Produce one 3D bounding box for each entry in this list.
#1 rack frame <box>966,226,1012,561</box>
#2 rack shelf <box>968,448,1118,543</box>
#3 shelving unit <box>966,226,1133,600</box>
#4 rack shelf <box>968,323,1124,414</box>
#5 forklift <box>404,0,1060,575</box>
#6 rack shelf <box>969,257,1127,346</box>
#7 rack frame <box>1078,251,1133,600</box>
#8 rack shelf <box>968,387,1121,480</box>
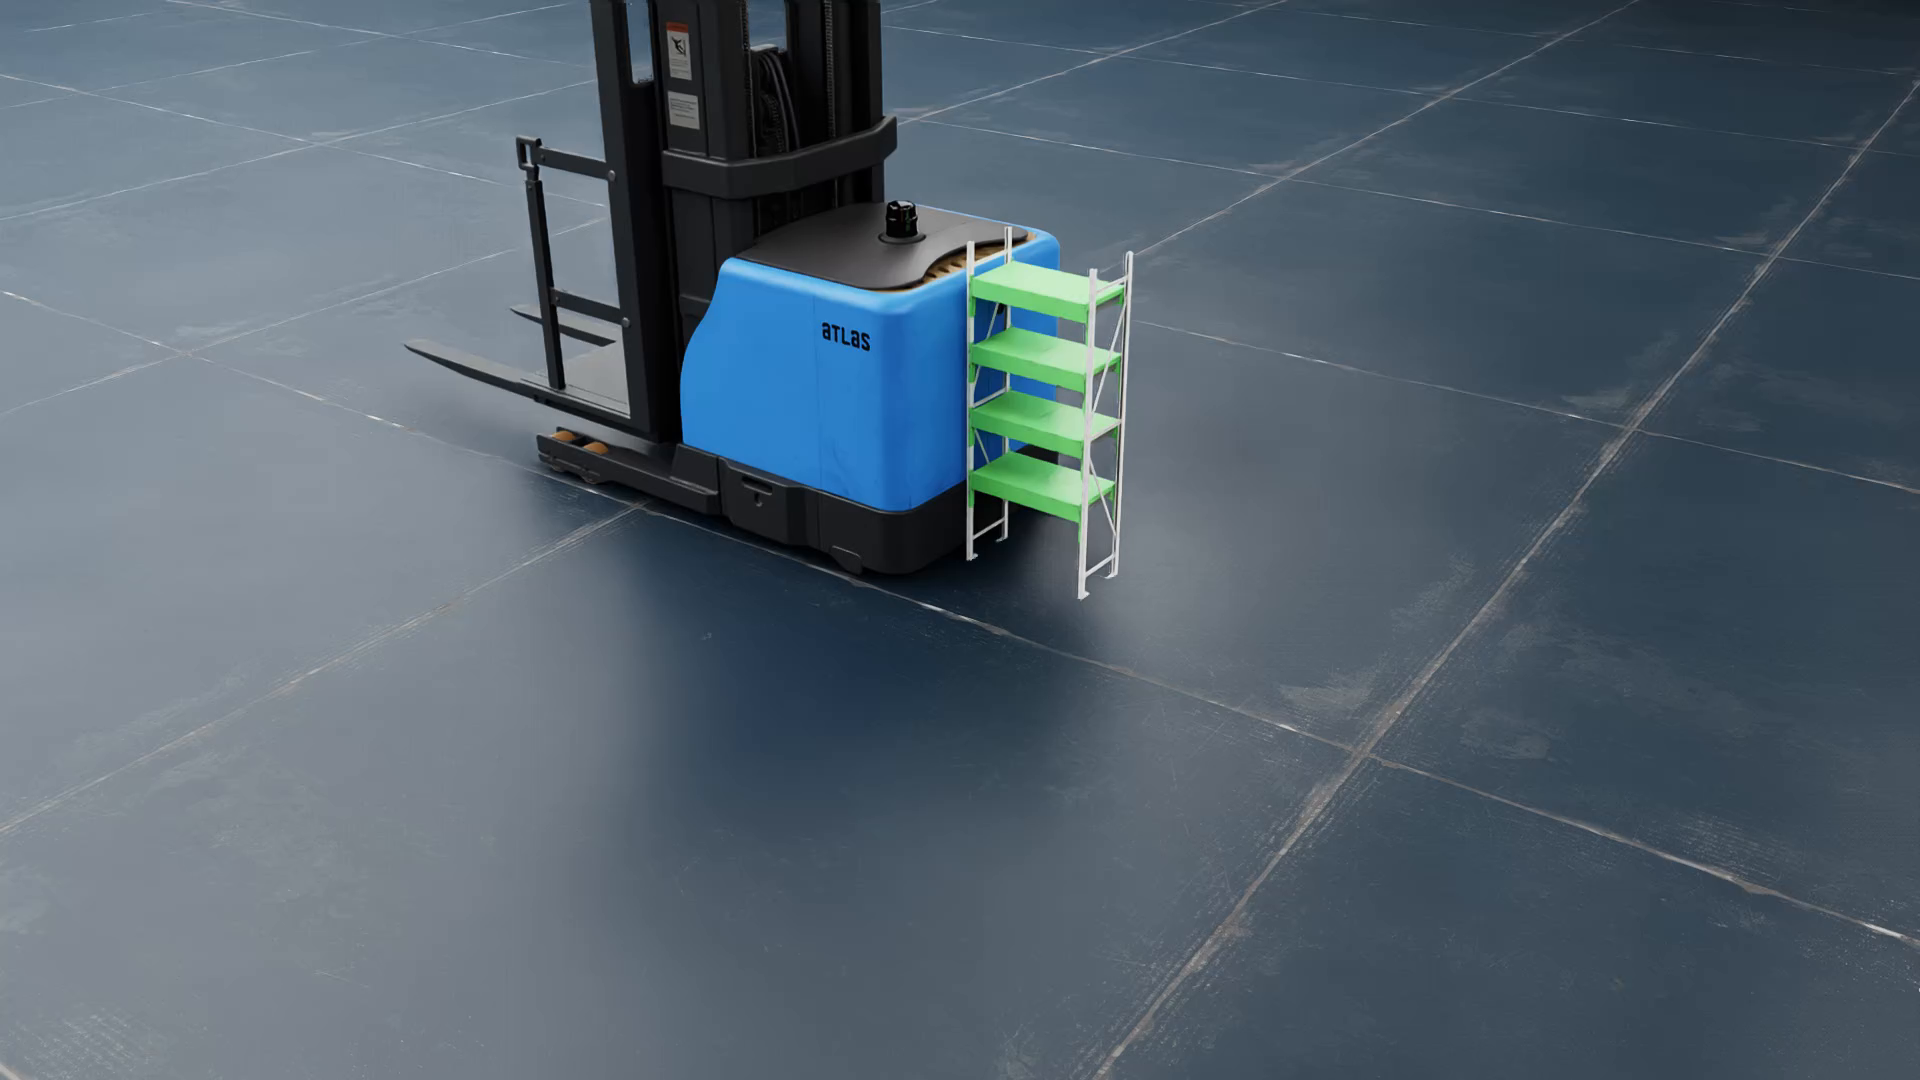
[{"bbox_3d":[0.101,-0.502,5.913,0.015,1.200,0.240,19,32,32],"label":"rack frame"},{"bbox_3d":[0.296,-0.164,5.920,0.480,0.148,0.258,19,32,32],"label":"rack shelf"},{"bbox_3d":[0.296,-0.435,5.782,0.503,1.200,0.258,19,32,32],"label":"shelving unit"},{"bbox_3d":[0.296,-0.592,5.703,0.480,0.148,0.258,19,32,32],"label":"rack shelf"},{"bbox_3d":[-1.101,-1.703,6.364,3.031,2.935,1.130,19,32,32],"label":"forklift"},{"bbox_3d":[0.296,-0.806,5.594,0.480,0.148,0.258,19,32,32],"label":"rack shelf"},{"bbox_3d":[0.492,-0.369,5.652,0.015,1.200,0.240,19,32,32],"label":"rack frame"},{"bbox_3d":[0.296,-0.378,5.811,0.480,0.148,0.258,19,32,32],"label":"rack shelf"}]
